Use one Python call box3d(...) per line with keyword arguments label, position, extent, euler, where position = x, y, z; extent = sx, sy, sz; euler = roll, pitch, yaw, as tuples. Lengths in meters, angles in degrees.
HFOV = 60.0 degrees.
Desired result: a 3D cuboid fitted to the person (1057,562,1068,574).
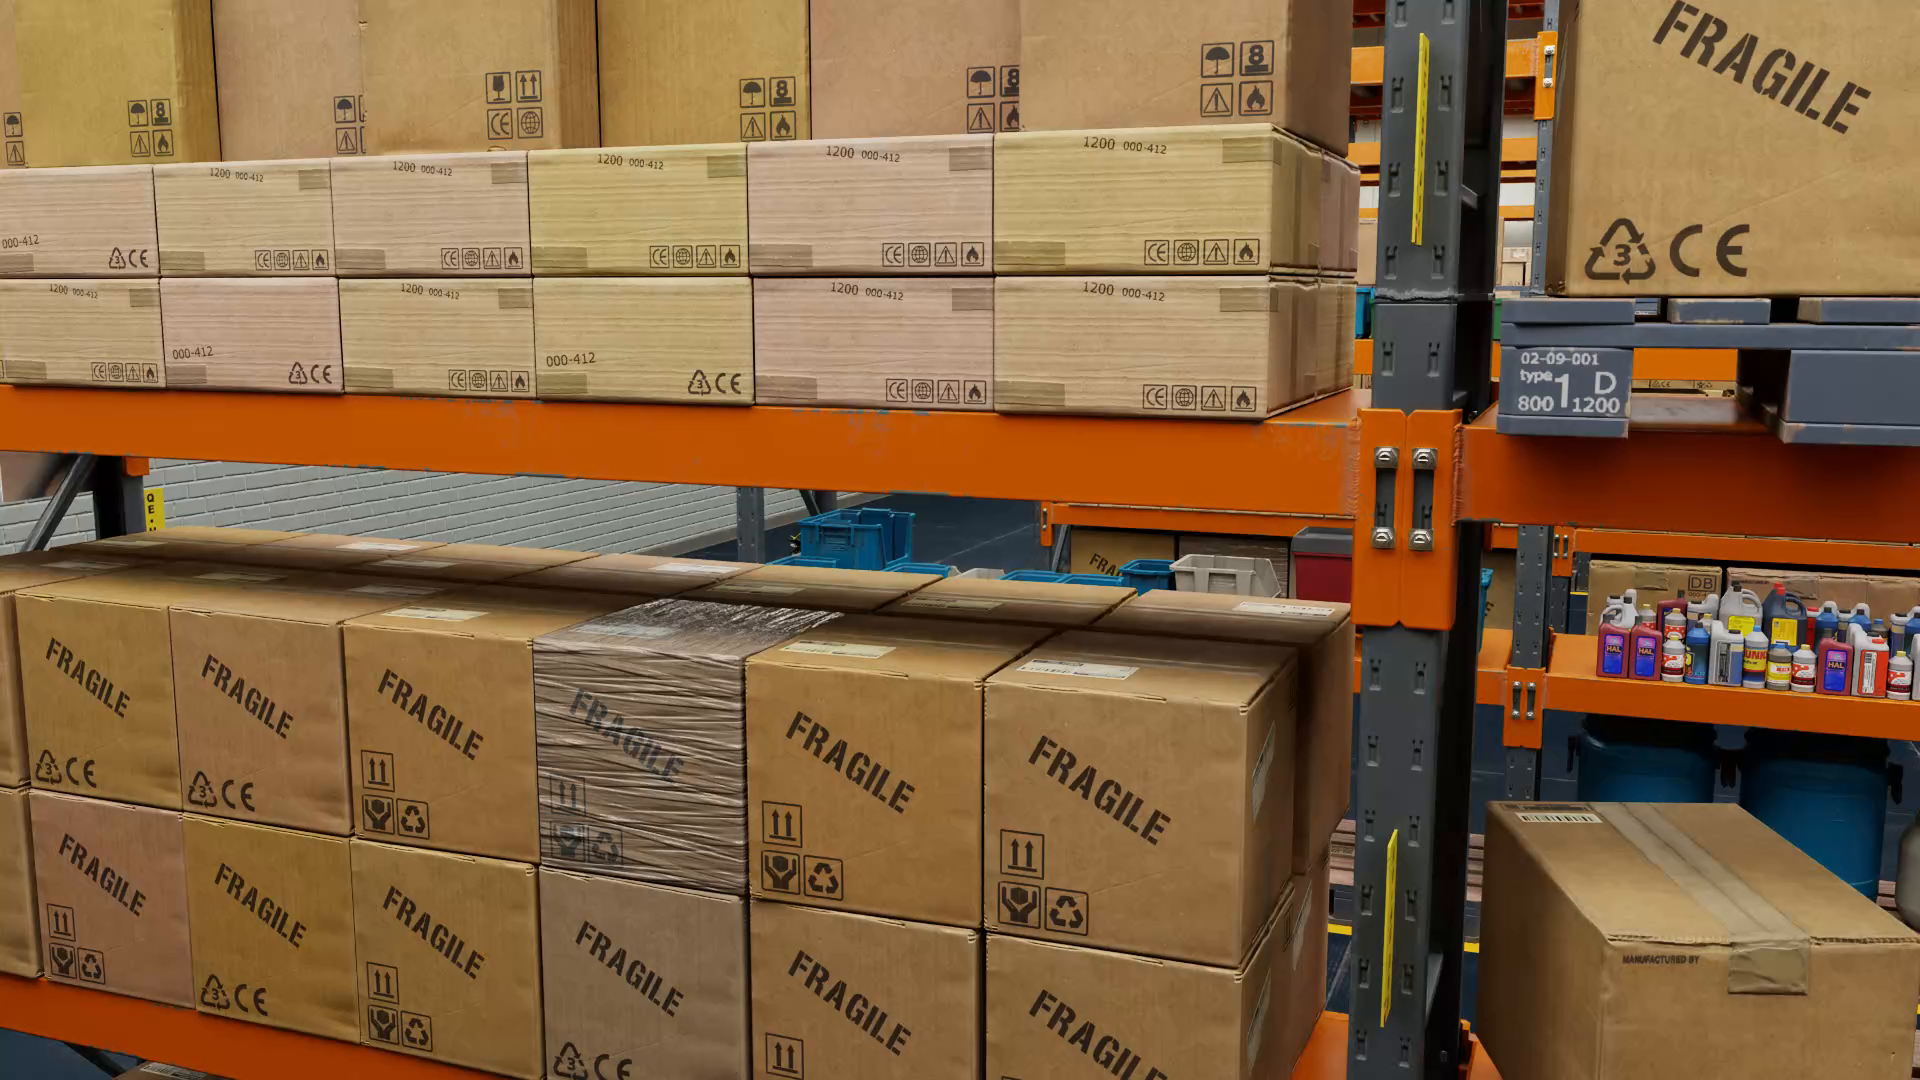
box3d(label="person", position=(1.132, -0.241, 15.794), extent=(0.577, 1.768, 0.608), euler=(1, 9, 5))
